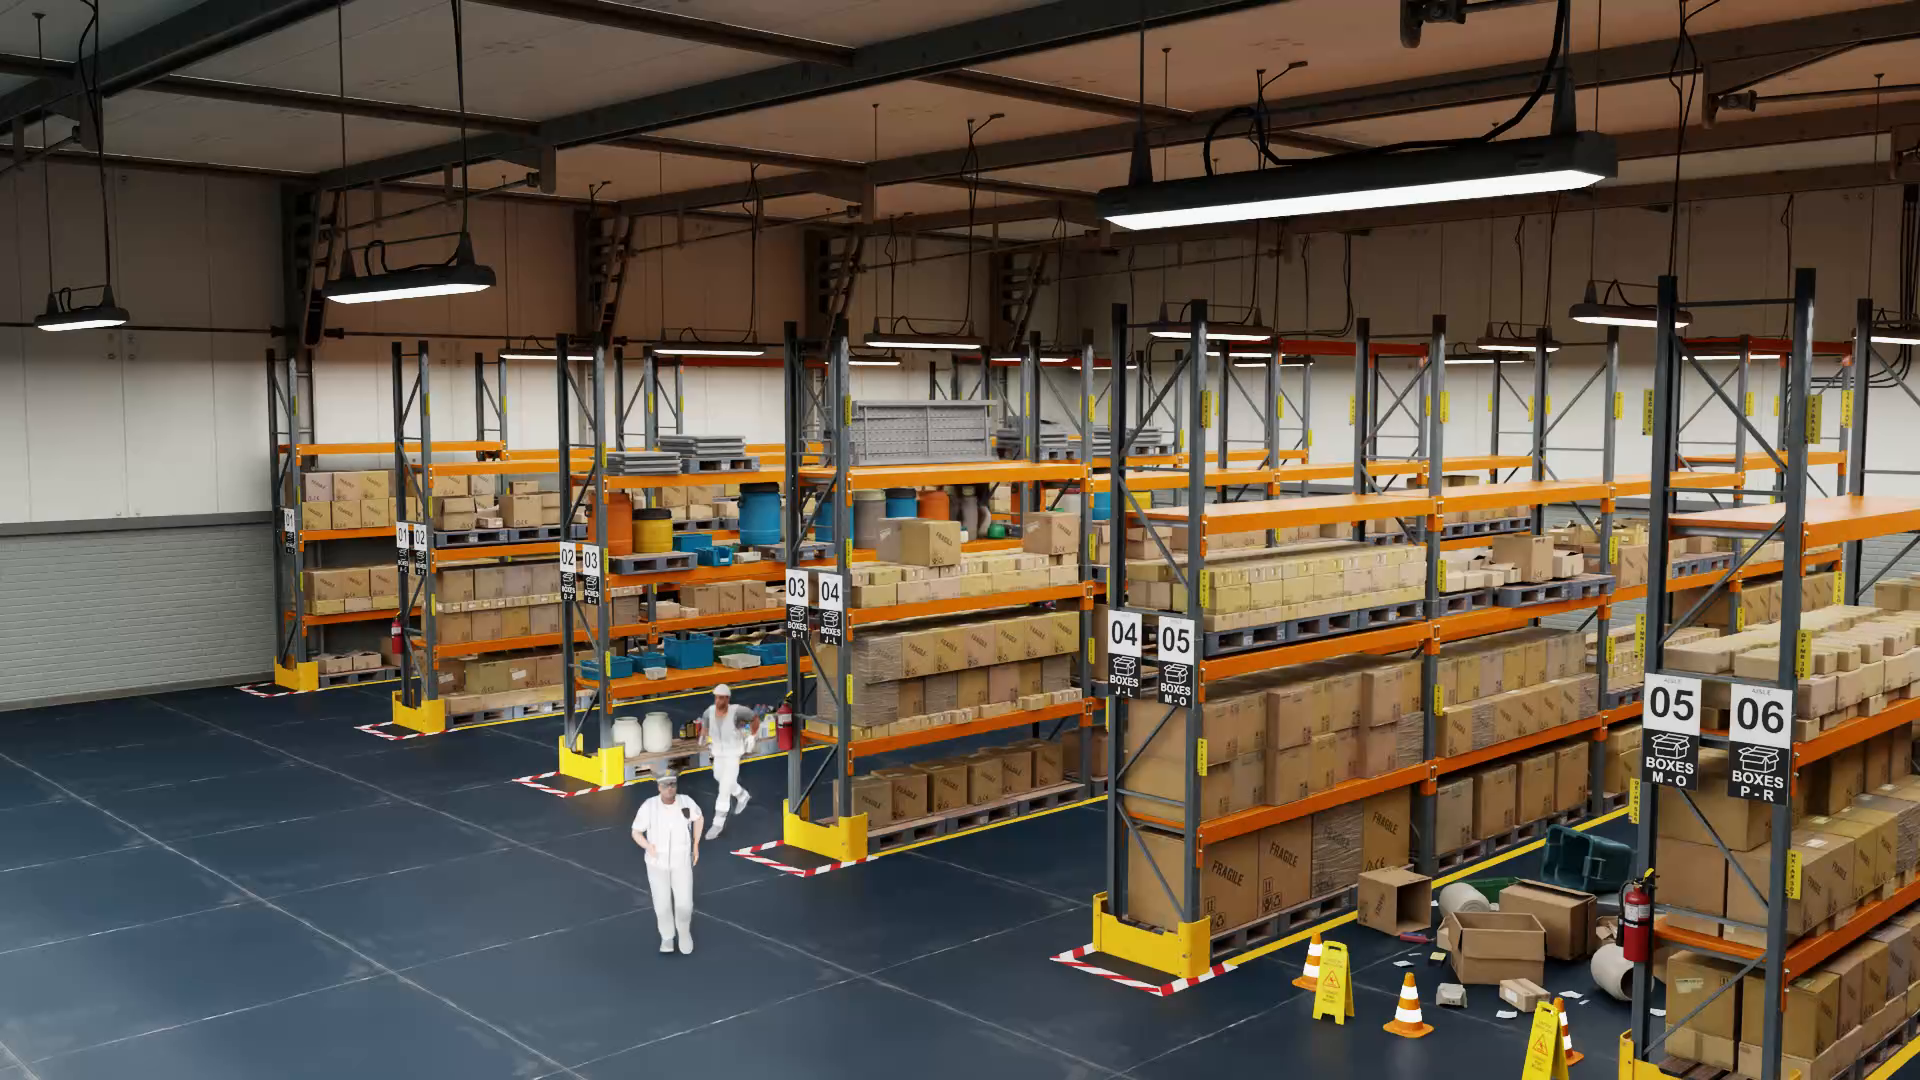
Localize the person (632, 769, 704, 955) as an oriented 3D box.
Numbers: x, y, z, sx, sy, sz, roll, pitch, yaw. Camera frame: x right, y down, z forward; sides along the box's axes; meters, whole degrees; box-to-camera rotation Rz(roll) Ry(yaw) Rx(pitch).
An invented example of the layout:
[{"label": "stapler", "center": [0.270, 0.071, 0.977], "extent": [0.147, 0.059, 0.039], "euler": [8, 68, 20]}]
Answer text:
[{"label": "person", "center": [-2.677, 2.970, 15.301], "extent": [0.663, 1.767, 0.647], "euler": [-1, 5, -11]}]

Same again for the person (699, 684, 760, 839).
[{"label": "person", "center": [-2.752, 2.570, 19.794], "extent": [0.677, 1.772, 1.052], "euler": [2, 5, 19]}]
